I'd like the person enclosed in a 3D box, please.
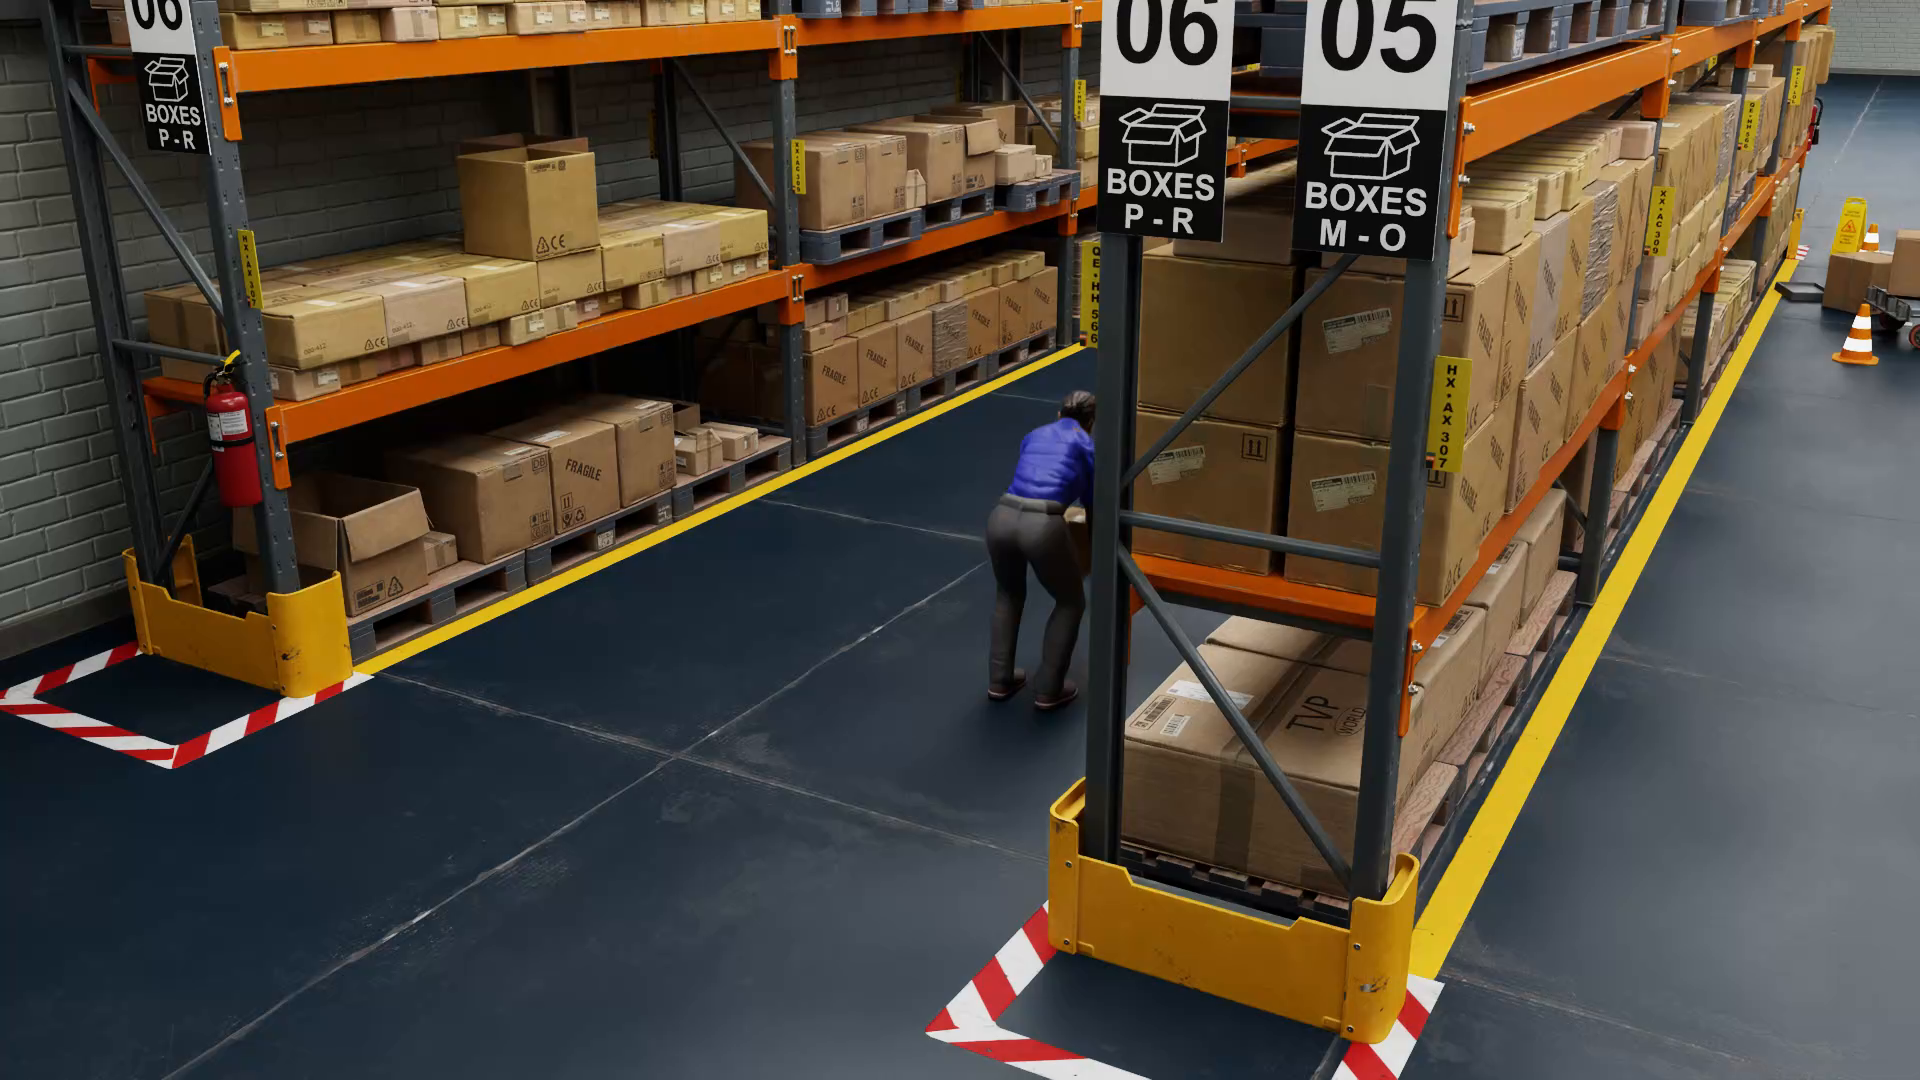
[{"bbox_3d":[0.413,0.036,7.494,0.422,1.317,0.787,11,22,27],"label":"person"}]
